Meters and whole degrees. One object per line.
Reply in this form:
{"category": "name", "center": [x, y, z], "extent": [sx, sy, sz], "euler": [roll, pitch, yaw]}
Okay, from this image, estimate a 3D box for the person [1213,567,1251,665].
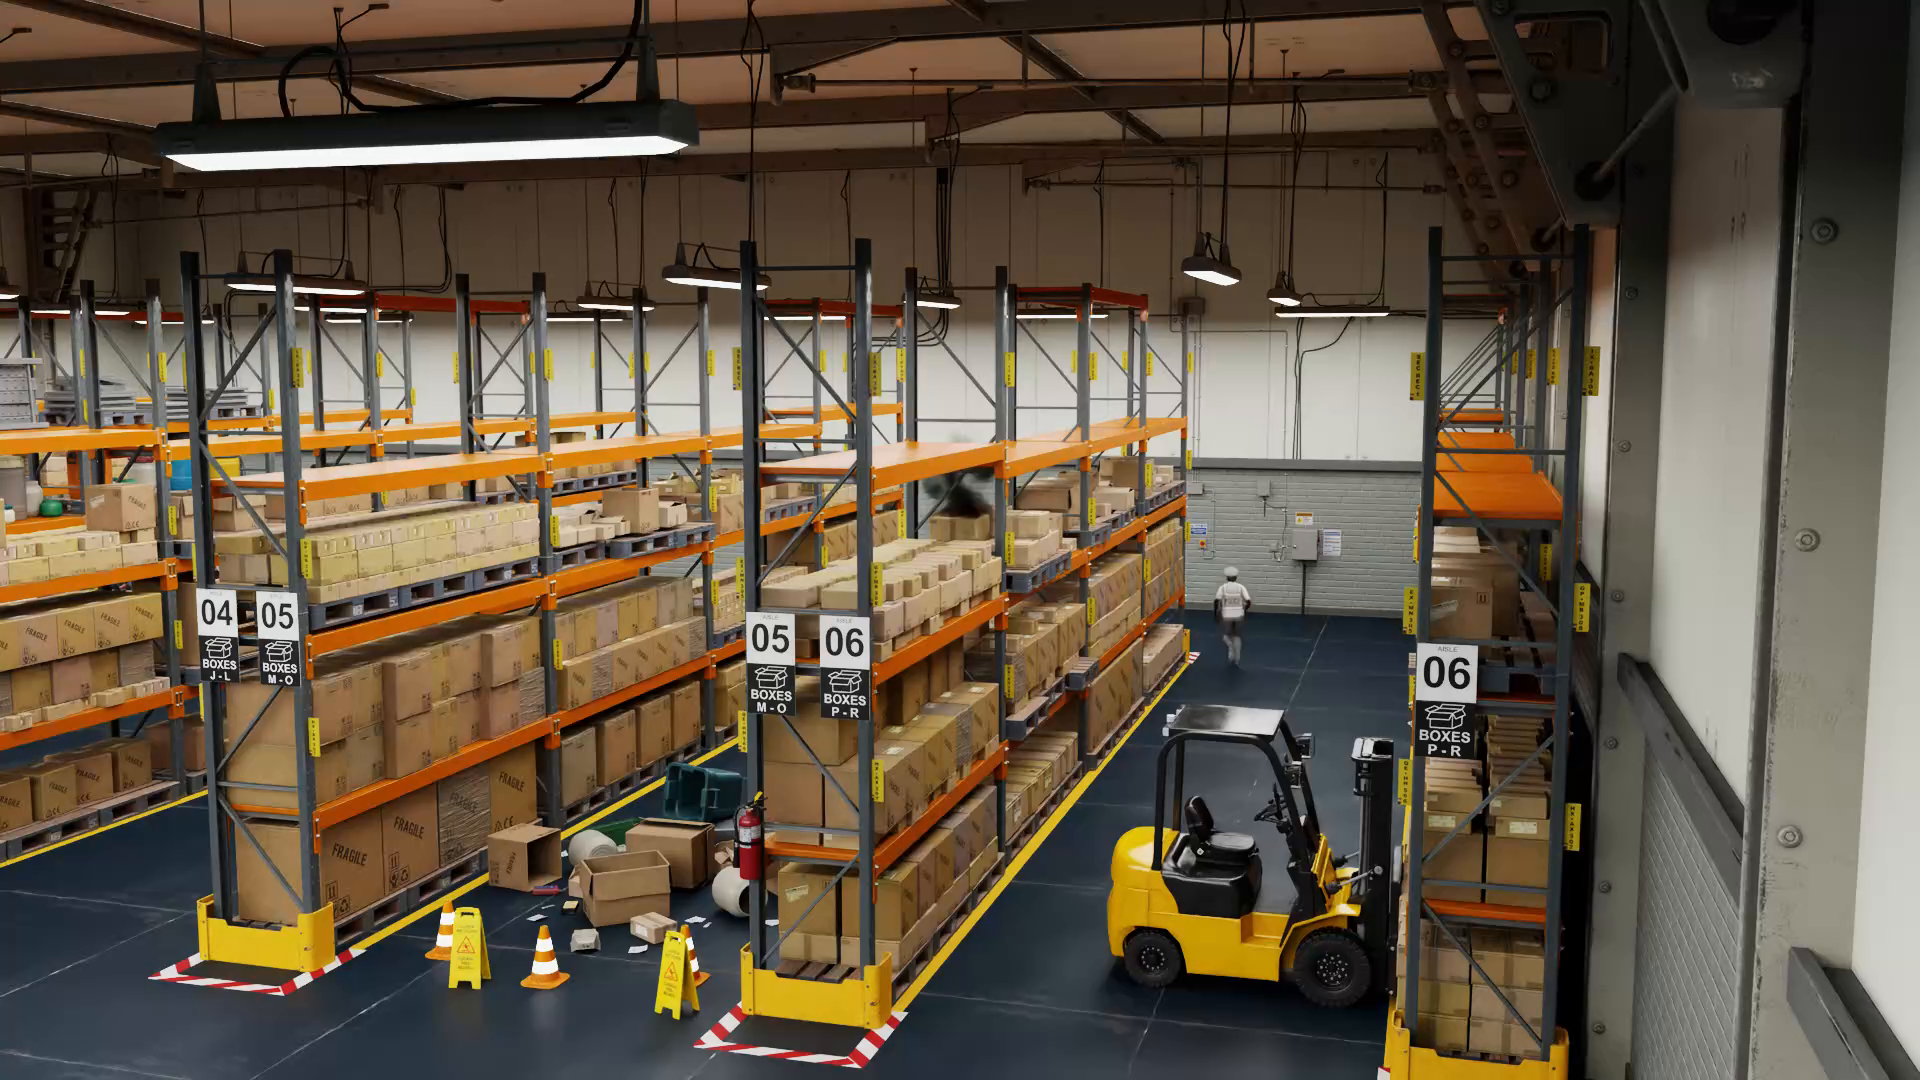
{"category": "person", "center": [4.509, 1.272, 27.601], "extent": [0.617, 1.642, 0.543], "euler": [0, 6, 0]}
